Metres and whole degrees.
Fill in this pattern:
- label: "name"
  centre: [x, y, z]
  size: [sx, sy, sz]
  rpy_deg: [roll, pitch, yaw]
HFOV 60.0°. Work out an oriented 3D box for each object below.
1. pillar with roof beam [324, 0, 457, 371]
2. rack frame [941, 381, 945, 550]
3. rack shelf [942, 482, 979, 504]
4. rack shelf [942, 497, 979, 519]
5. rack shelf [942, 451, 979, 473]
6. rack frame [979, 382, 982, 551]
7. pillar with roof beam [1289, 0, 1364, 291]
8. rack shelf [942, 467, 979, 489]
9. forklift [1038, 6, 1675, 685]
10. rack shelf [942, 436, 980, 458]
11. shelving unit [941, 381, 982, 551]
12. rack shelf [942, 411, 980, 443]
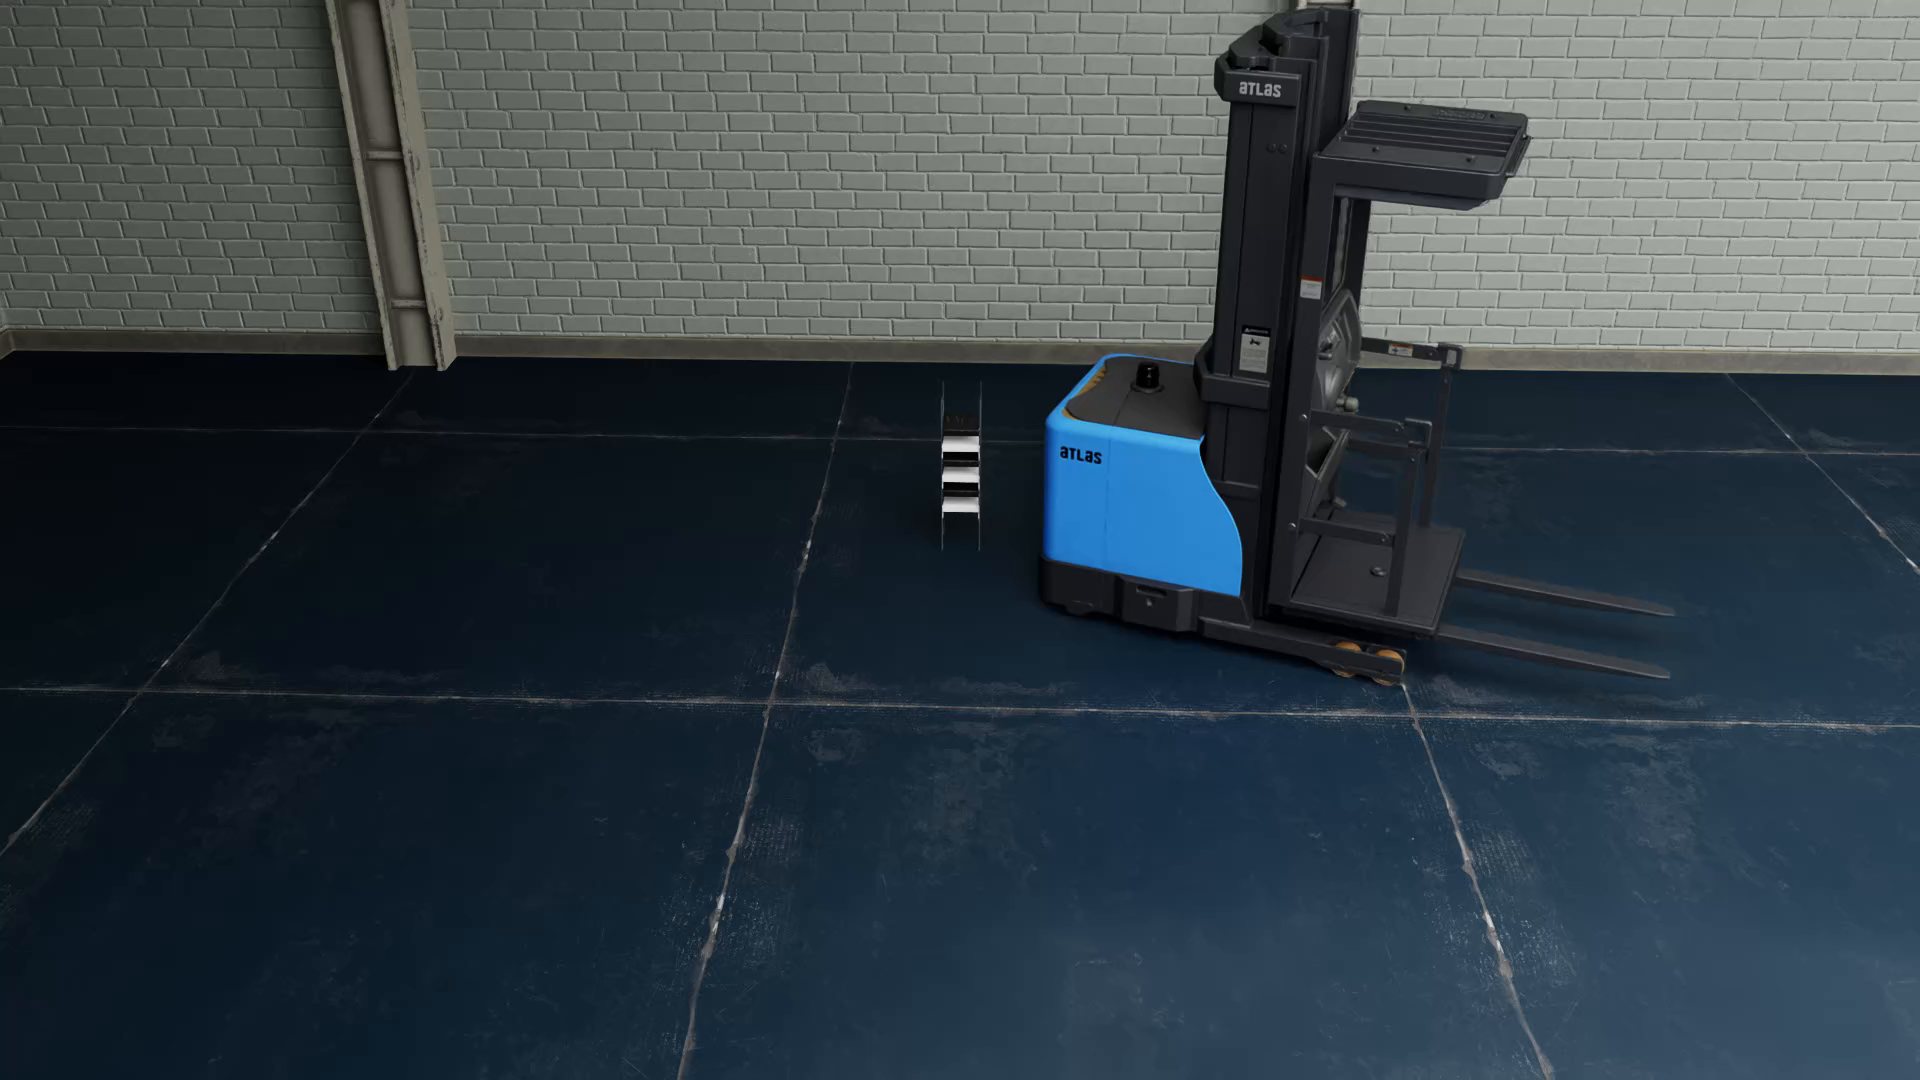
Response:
- label: "pillar with roof beam"
  centre: [-3.892, -3.201, 5.680]
  size: [0.400, 9.000, 9.100]
  rpy_deg: [1, 28, 2]
- label: "rack frame"
  centre: [-0.094, -0.399, 9.042]
  size: [0.006, 0.900, 0.240]
  rpy_deg: [1, 28, 2]
- label: "rack shelf"
  centre: [0.008, -0.288, 9.097]
  size: [0.200, 0.077, 0.258]
  rpy_deg: [1, 28, 2]
- label: "rack shelf"
  centre: [0.008, -0.209, 9.139]
  size: [0.200, 0.077, 0.258]
  rpy_deg: [1, 28, 2]
- label: "rack shelf"
  centre: [0.008, -0.448, 9.012]
  size: [0.200, 0.077, 0.258]
  rpy_deg: [1, 28, 2]
- label: "rack frame"
  centre: [0.110, -0.396, 9.036]
  size: [0.006, 0.900, 0.240]
  rpy_deg: [1, 28, 2]
- label: "pillar with roof beam"
  centre: [2.105, -3.102, 5.493]
  size: [0.400, 9.000, 9.100]
  rpy_deg: [1, 28, 2]
- label: "rack shelf"
  centre: [0.008, -0.368, 9.055]
  size: [0.200, 0.077, 0.258]
  rpy_deg: [1, 28, 2]
- label: "forklift"
  centre: [1.970, -0.885, 7.789]
  size: [3.031, 2.935, 1.130]
  rpy_deg: [11, 30, 20]
- label: "rack shelf"
  centre: [0.008, -0.527, 8.970]
  size: [0.200, 0.077, 0.258]
  rpy_deg: [1, 28, 2]
- label: "shelving unit"
  centre: [0.008, -0.397, 9.039]
  size: [0.210, 0.900, 0.258]
  rpy_deg: [1, 28, 2]
- label: "rack shelf"
  centre: [0.008, -0.607, 8.928]
  size: [0.200, 0.077, 0.258]
  rpy_deg: [1, 28, 2]
